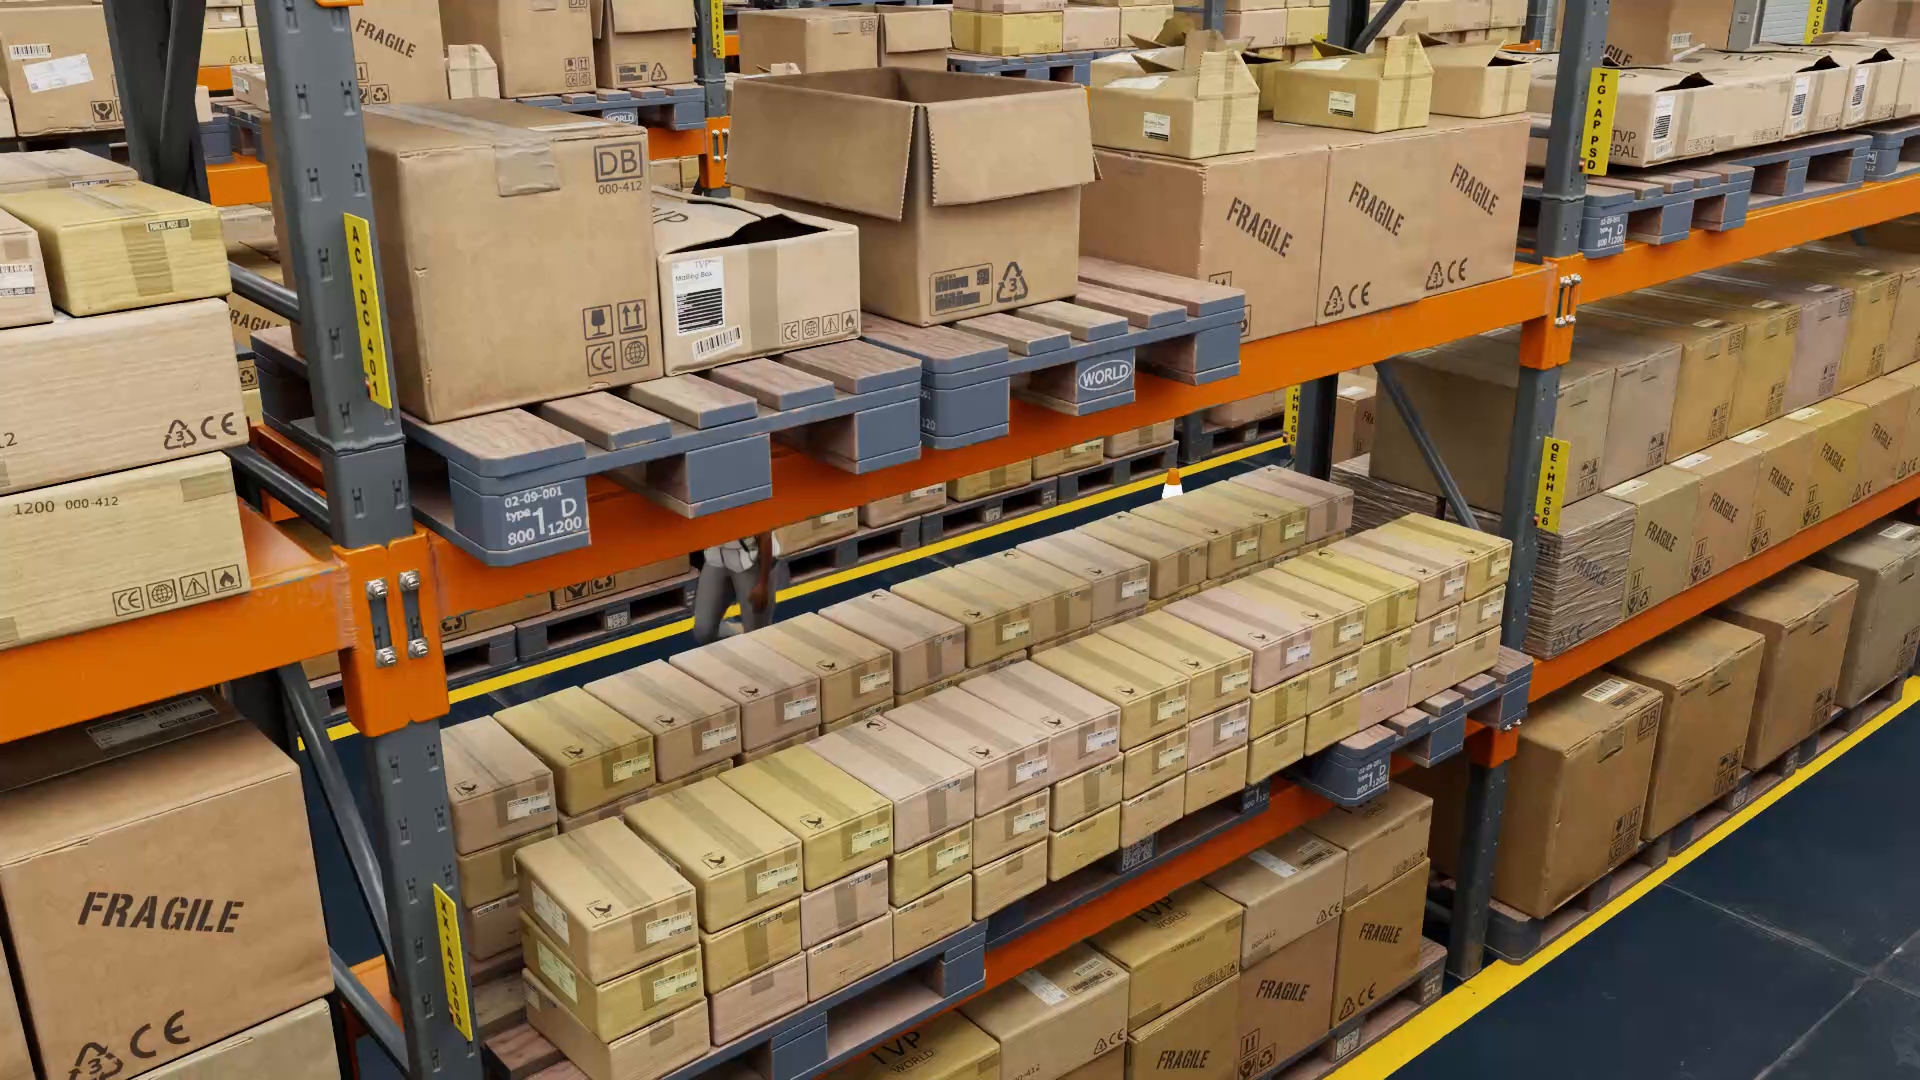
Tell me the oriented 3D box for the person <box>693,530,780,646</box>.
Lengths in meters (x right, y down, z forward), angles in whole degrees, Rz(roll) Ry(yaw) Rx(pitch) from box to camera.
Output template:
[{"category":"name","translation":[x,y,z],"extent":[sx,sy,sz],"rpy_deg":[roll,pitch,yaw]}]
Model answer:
[{"category":"person","translation":[-1.070,0.123,8.199],"extent":[0.476,1.654,0.494],"rpy_deg":[13,25,30]}]
